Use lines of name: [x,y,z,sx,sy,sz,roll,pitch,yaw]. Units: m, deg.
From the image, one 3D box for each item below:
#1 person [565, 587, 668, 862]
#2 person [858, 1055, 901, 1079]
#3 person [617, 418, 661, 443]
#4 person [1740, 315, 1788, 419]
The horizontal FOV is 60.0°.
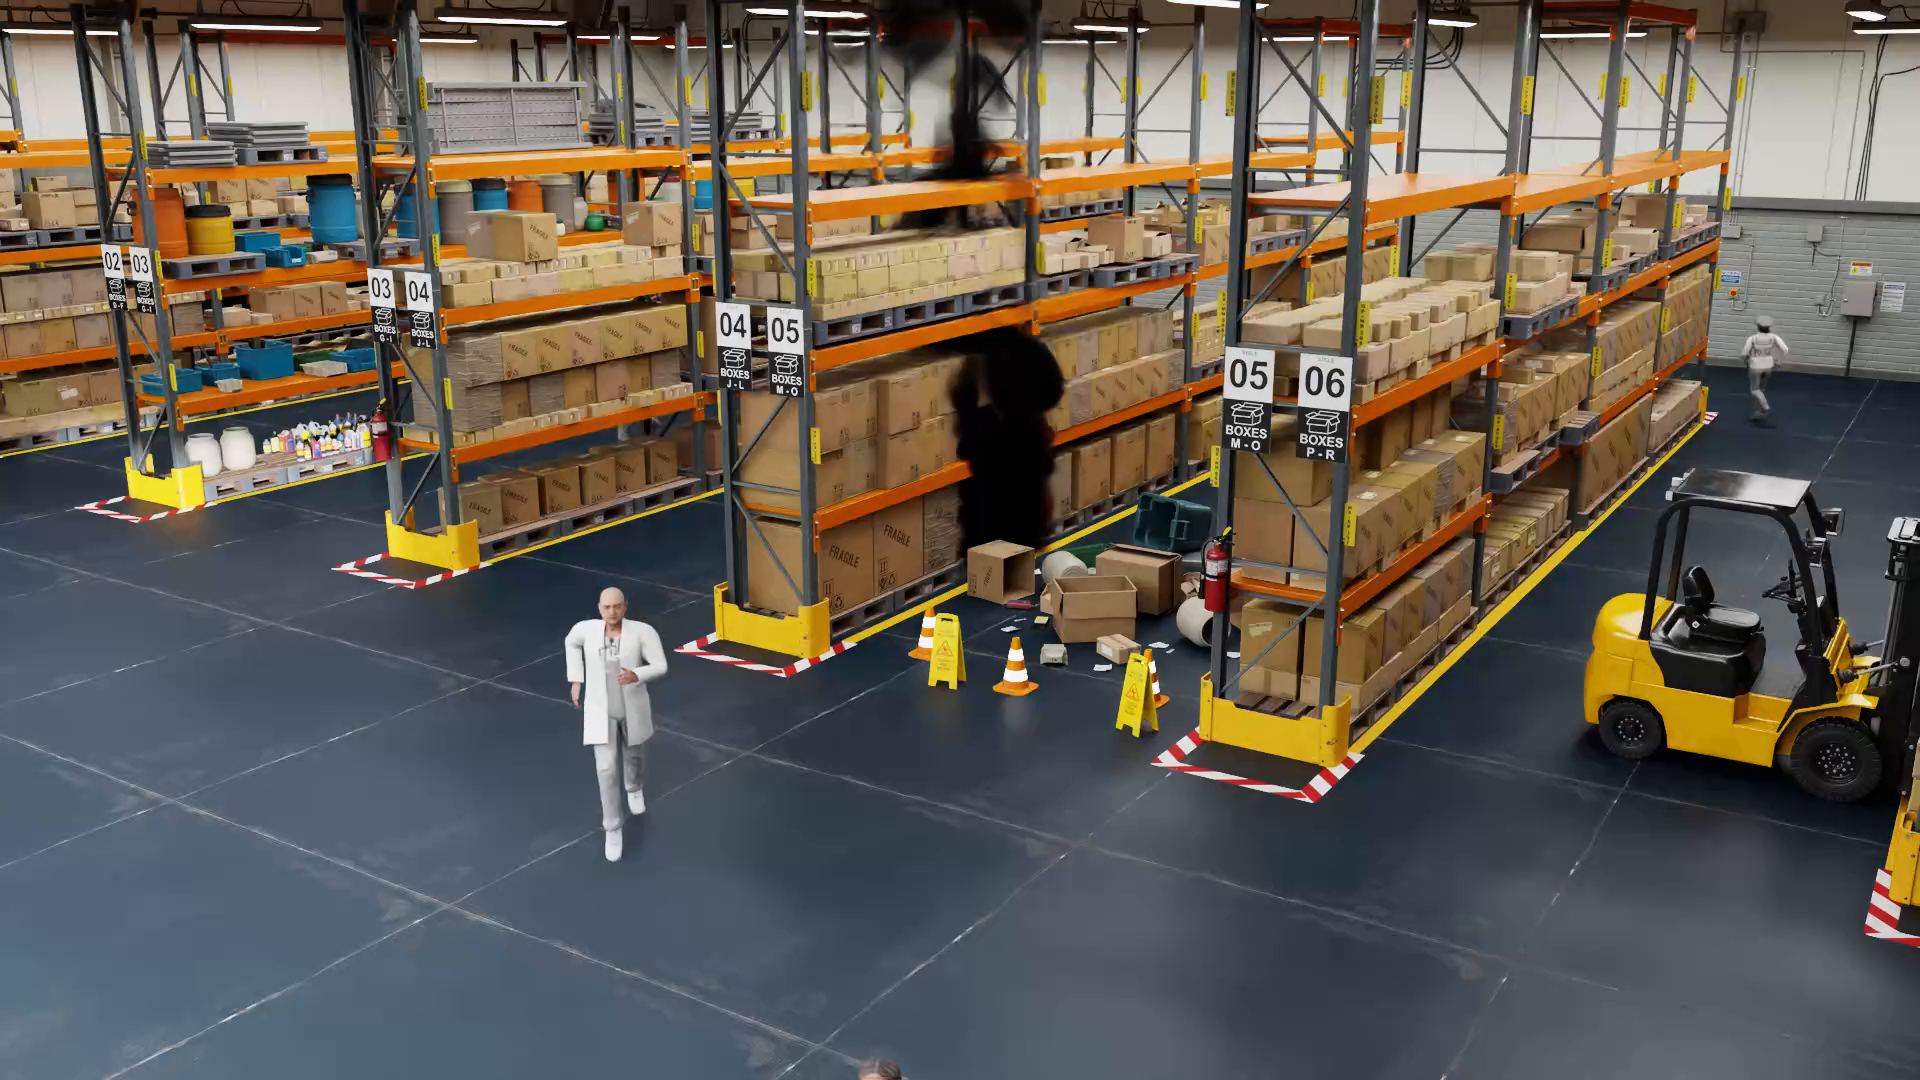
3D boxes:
person: [-2.366,1.190,11.550,0.685,1.827,0.969,-3,16,-11]
person: [-0.273,2.738,6.398,0.583,1.616,0.504,1,16,2]
person: [-4.664,-2.103,23.744,0.606,1.670,0.874,8,17,27]
person: [12.323,-2.622,25.625,0.660,1.673,0.717,1,16,5]
